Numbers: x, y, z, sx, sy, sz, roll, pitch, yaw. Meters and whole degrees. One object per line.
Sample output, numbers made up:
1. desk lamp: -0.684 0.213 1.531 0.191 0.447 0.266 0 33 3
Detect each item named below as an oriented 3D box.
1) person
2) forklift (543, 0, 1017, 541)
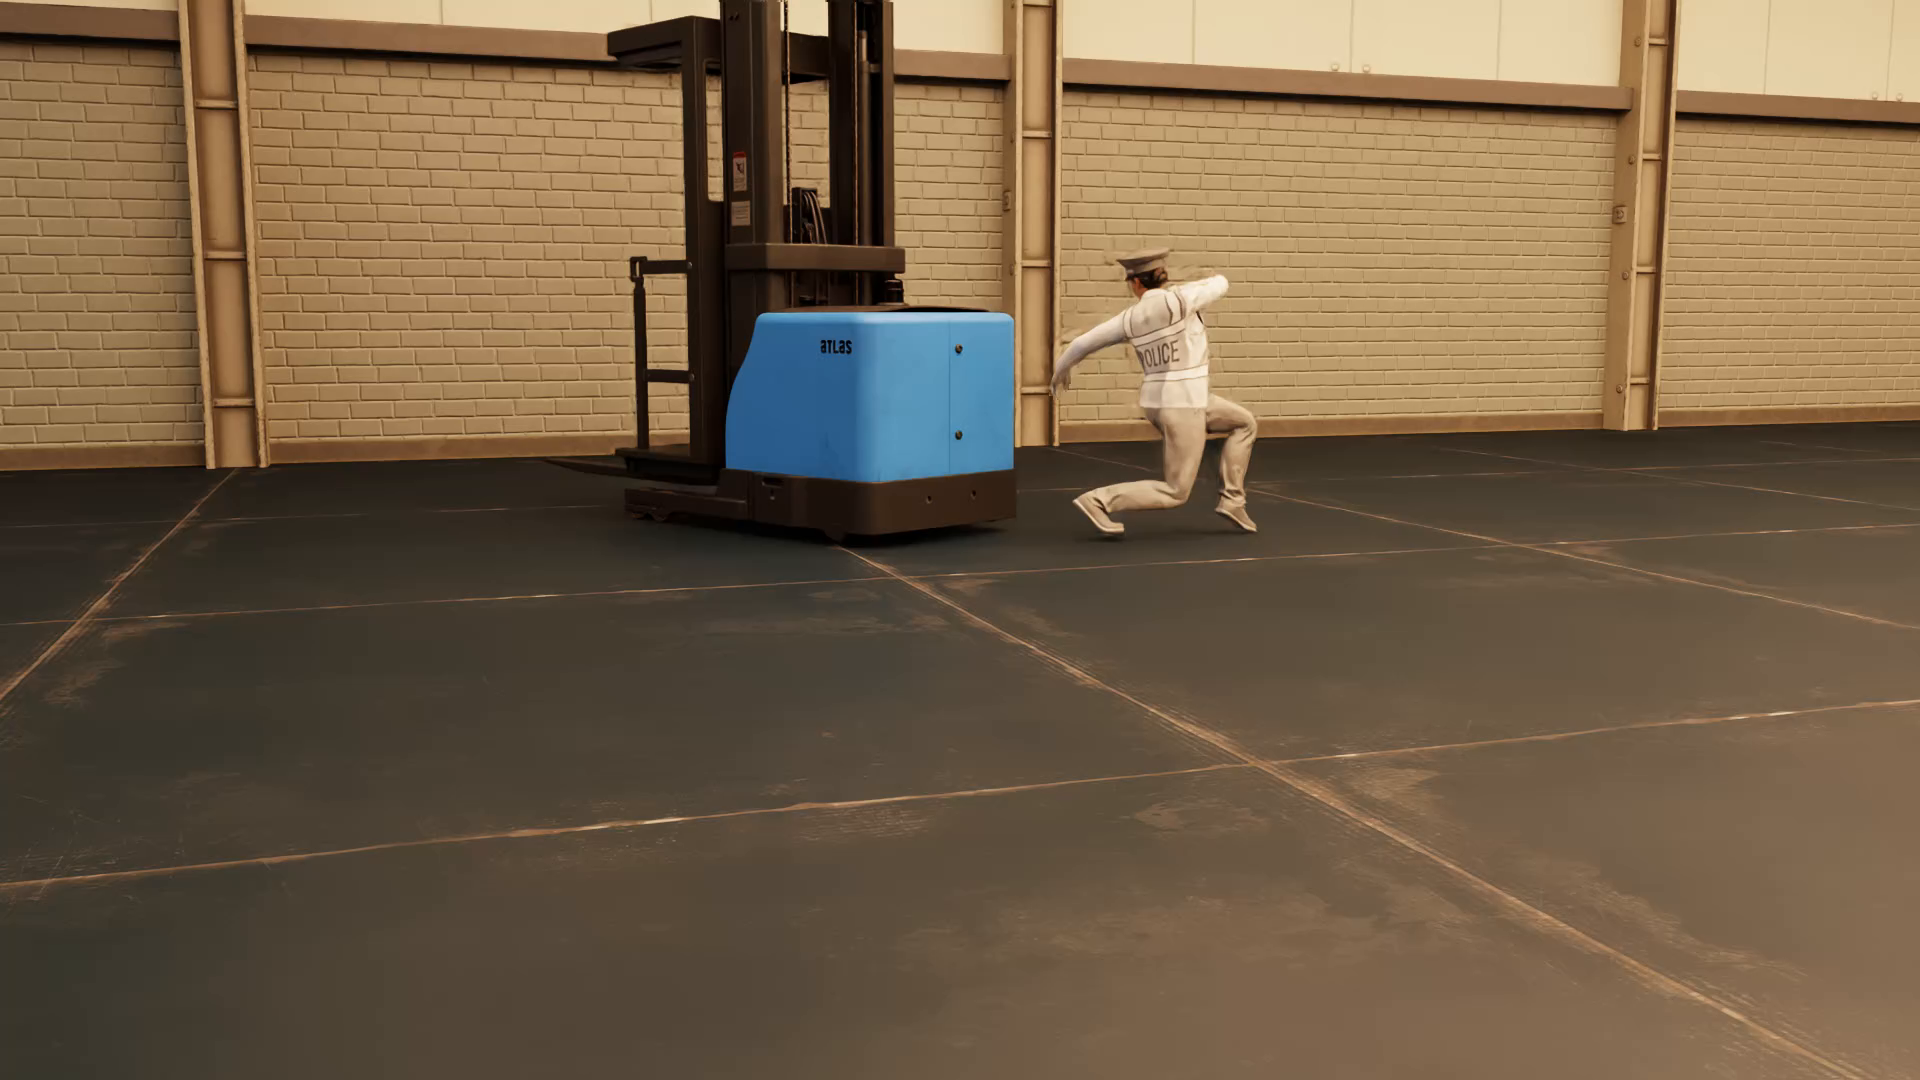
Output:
1. person: 0.946 -0.723 8.124 0.945 1.380 0.823 -3 8 -23
2. forklift: -1.125 -1.590 8.741 3.031 2.935 1.130 7 11 44
